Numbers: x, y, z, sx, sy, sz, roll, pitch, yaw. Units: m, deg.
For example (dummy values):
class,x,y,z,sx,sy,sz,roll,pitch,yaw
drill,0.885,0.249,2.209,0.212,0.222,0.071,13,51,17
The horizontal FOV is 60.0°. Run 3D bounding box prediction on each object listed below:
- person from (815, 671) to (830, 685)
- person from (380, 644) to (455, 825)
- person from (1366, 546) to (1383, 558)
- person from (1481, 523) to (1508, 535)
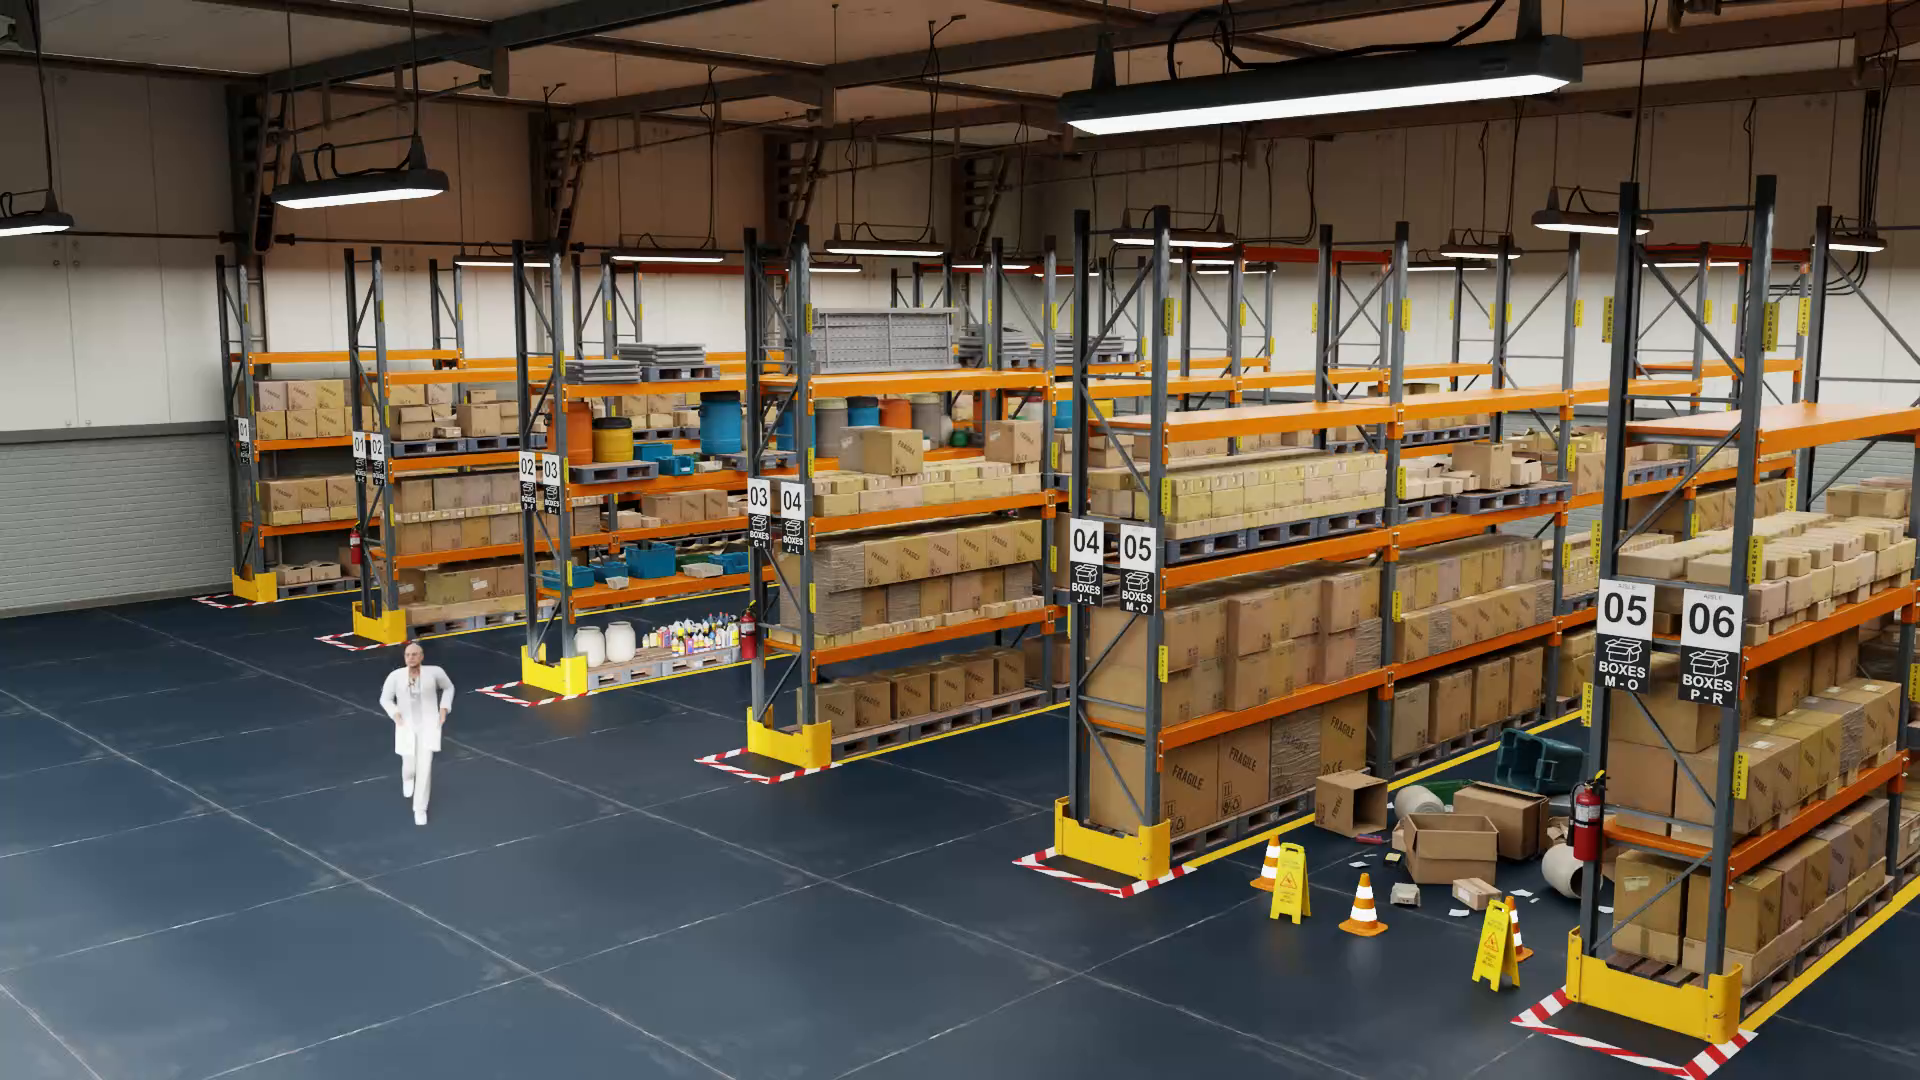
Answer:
class,x,y,z,sx,sy,sz,roll,pitch,yaw
person,-1.913,1.375,21.367,0.553,1.563,0.533,6,10,35
person,-5.507,1.920,16.928,0.718,1.781,0.934,-2,8,-13
person,6.195,0.811,24.718,0.677,1.719,0.567,6,10,38
person,8.653,0.486,26.960,0.709,1.742,0.799,7,11,42
